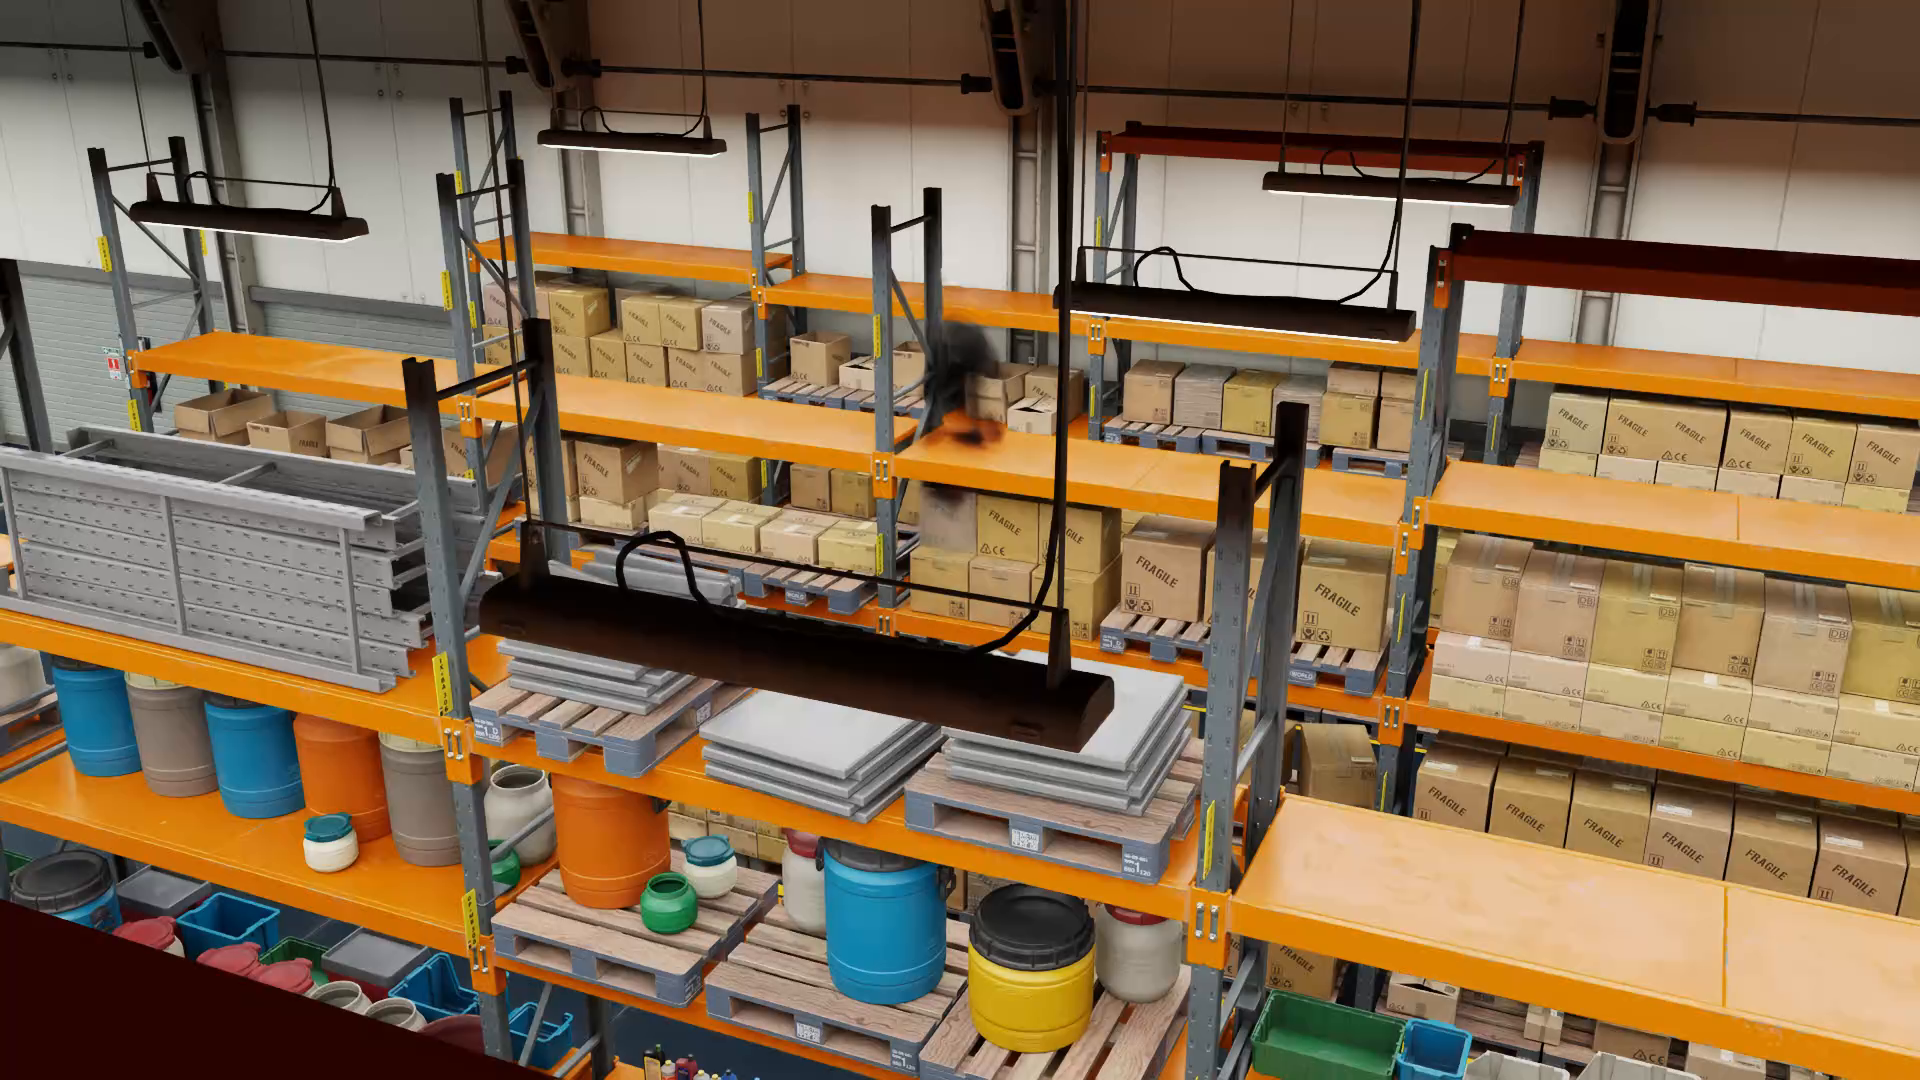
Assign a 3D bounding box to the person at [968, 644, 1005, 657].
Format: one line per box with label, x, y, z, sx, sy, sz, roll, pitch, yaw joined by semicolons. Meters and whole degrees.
person;0.167;1.622;16.055;0.638;1.658;0.581;9;22;23
